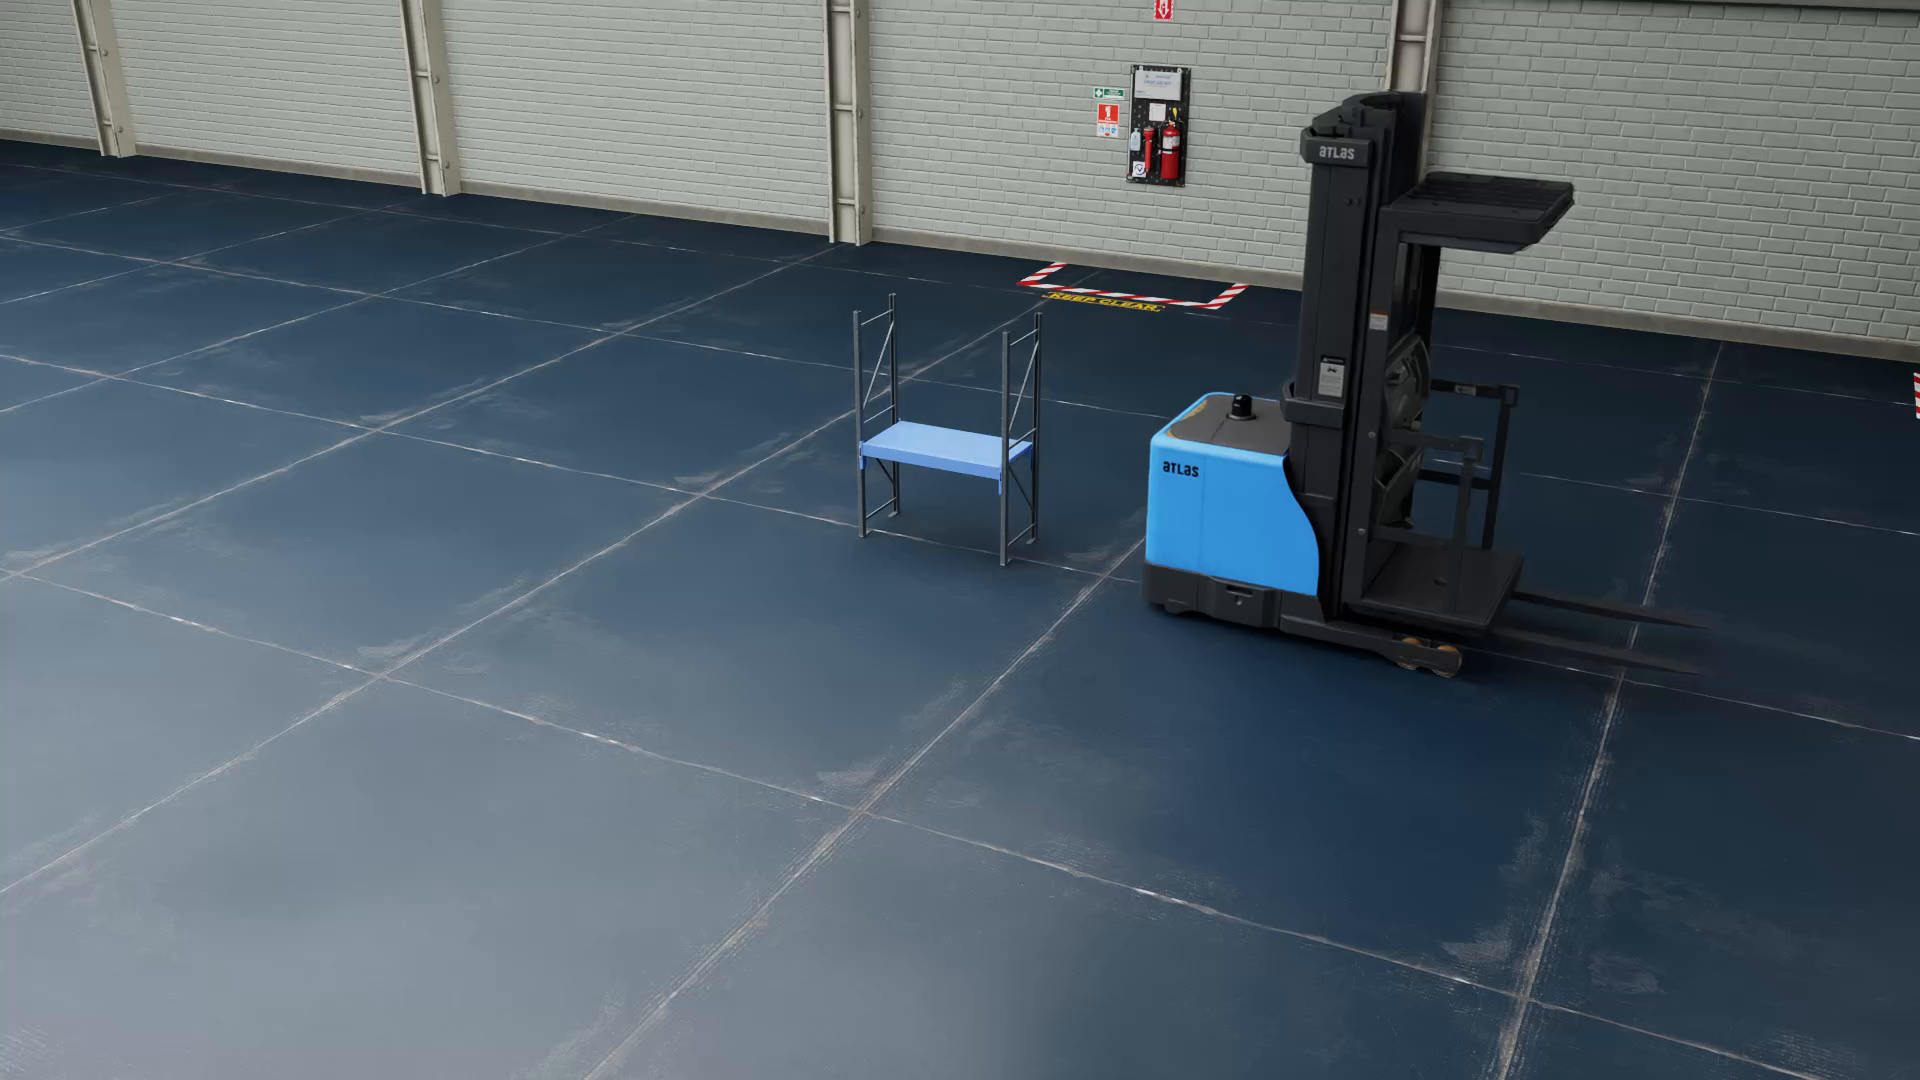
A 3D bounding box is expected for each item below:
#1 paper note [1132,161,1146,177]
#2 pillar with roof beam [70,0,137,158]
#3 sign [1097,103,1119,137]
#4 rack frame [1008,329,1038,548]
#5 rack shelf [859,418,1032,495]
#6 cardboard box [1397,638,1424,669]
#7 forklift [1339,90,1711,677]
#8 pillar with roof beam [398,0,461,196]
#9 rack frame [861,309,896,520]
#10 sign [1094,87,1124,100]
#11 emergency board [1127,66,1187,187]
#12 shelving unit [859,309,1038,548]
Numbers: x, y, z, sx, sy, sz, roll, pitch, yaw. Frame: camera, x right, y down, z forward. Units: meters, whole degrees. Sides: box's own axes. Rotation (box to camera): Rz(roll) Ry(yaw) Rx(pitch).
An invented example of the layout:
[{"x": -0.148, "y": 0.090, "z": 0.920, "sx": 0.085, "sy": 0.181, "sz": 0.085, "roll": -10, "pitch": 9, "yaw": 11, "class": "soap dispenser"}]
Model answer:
[{"x": 1.825, "y": -3.768, "z": 16.903, "sx": 0.142, "sy": 0.148, "sz": 0.016, "roll": 11, "pitch": 25, "yaw": 25, "class": "paper note"}, {"x": -13.866, "y": -8.104, "z": 18.307, "sx": 0.400, "sy": 9.000, "sz": 9.100, "roll": 11, "pitch": 25, "yaw": 25, "class": "pillar with roof beam"}, {"x": 1.504, "y": -4.268, "z": 16.908, "sx": 0.234, "sy": 0.329, "sz": 0.001, "roll": 11, "pitch": 25, "yaw": 25, "class": "sign"}, {"x": 0.377, "y": -0.615, "z": 10.279, "sx": 0.013, "sy": 1.308, "sz": 0.475, "roll": 11, "pitch": 25, "yaw": 25, "class": "rack frame"}, {"x": -0.076, "y": -0.540, "z": 10.562, "sx": 1.000, "sy": 0.185, "sz": 0.538, "roll": 11, "pitch": 25, "yaw": 25, "class": "rack shelf"}, {"x": 2.461, "y": 0.620, "z": 9.092, "sx": 0.160, "sy": 0.156, "sz": 0.130, "roll": 11, "pitch": 25, "yaw": 24, "class": "cardboard box"}, {"x": 2.613, "y": -0.844, "z": 8.989, "sx": 3.031, "sy": 2.935, "sz": 1.121, "roll": 12, "pitch": 26, "yaw": 25, "class": "forklift"}, {"x": -8.512, "y": -7.044, "z": 15.816, "sx": 0.400, "sy": 9.000, "sz": 9.100, "roll": 11, "pitch": 25, "yaw": 25, "class": "pillar with roof beam"}, {"x": -0.531, "y": -0.794, "z": 10.702, "sx": 0.013, "sy": 1.308, "sz": 0.475, "roll": 11, "pitch": 25, "yaw": 25, "class": "rack frame"}, {"x": 1.505, "y": -4.508, "z": 16.795, "sx": 0.331, "sy": 0.109, "sz": 0.001, "roll": 11, "pitch": 25, "yaw": 25, "class": "sign"}, {"x": 1.954, "y": -4.117, "z": 16.598, "sx": 0.636, "sy": 1.158, "sz": 0.192, "roll": 11, "pitch": 25, "yaw": 25, "class": "emergency board"}, {"x": -0.076, "y": -0.705, "z": 10.492, "sx": 1.030, "sy": 1.308, "sz": 0.538, "roll": 11, "pitch": 25, "yaw": 25, "class": "shelving unit"}]
